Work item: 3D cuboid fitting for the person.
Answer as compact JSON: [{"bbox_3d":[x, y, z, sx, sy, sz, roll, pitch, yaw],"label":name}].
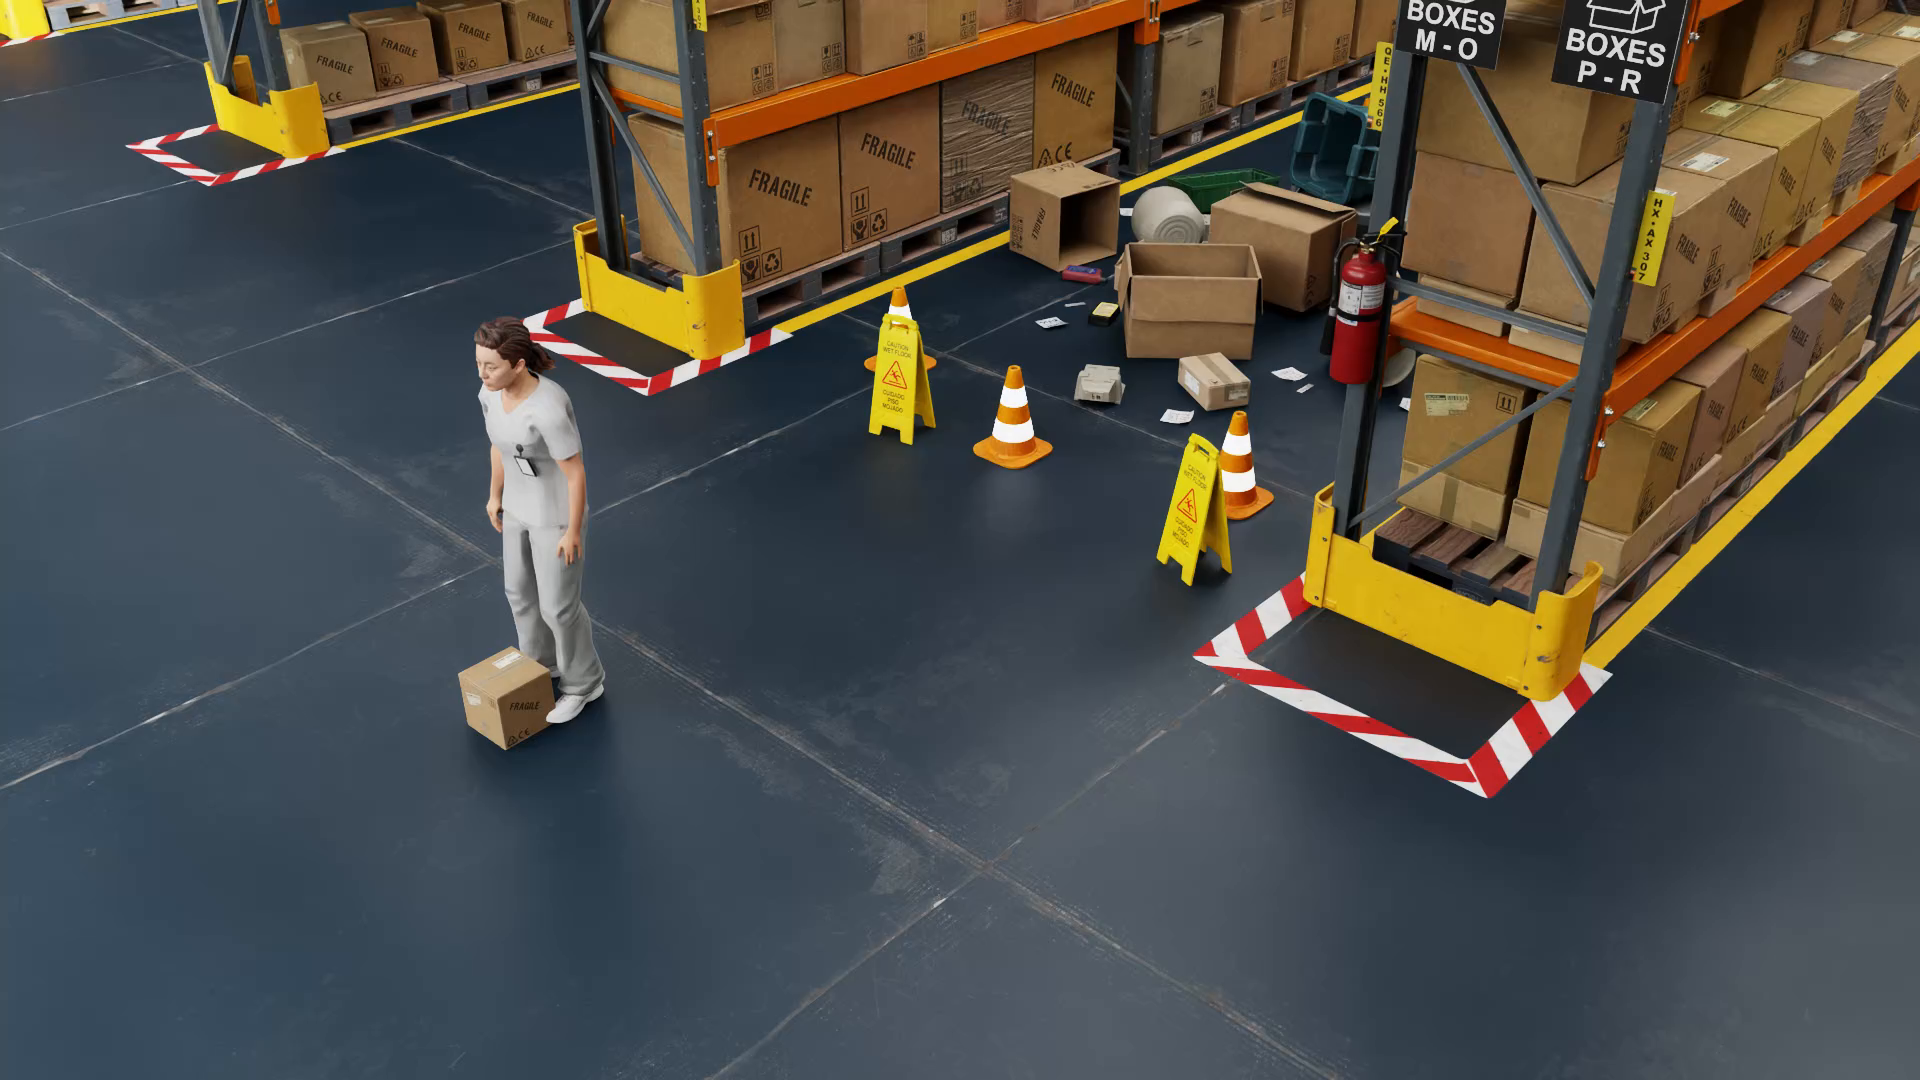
[{"bbox_3d":[-1.600,-0.088,6.281,0.514,1.672,0.361,23,38,32],"label":"person"}]
